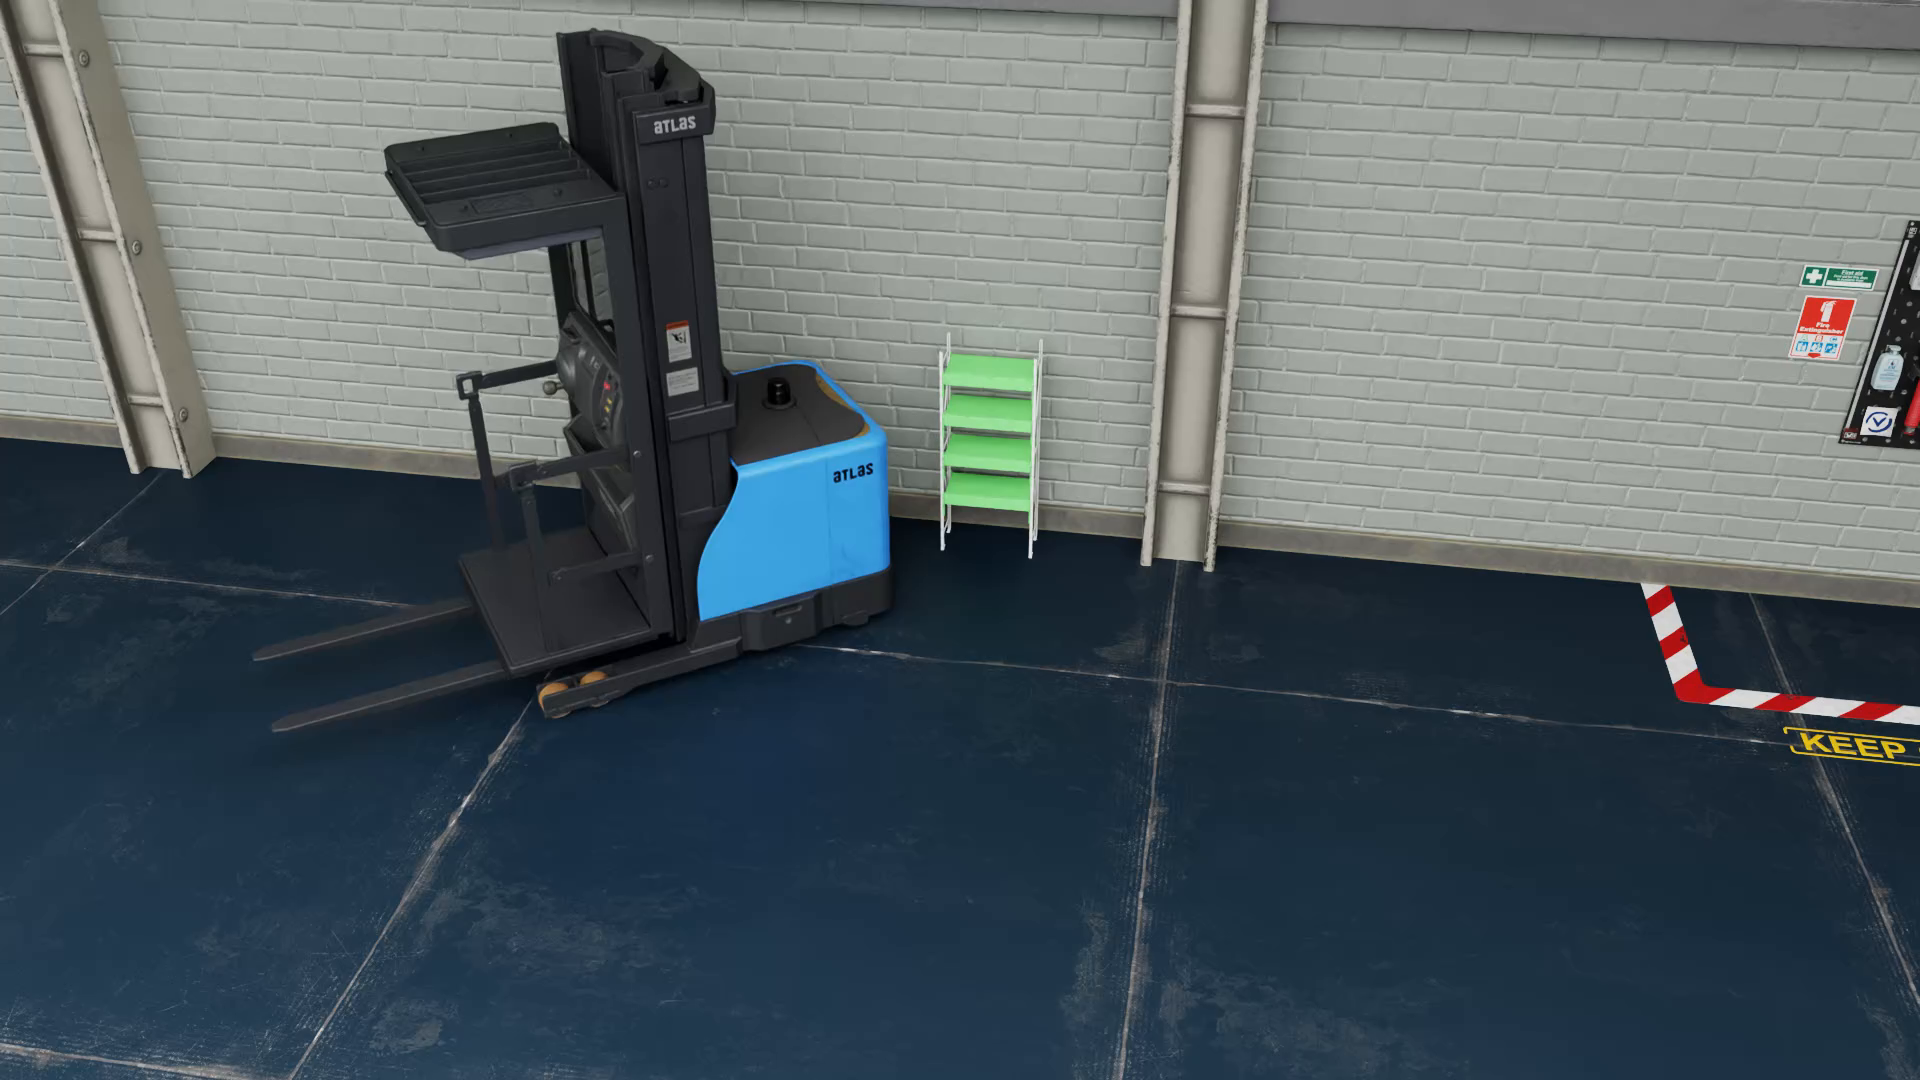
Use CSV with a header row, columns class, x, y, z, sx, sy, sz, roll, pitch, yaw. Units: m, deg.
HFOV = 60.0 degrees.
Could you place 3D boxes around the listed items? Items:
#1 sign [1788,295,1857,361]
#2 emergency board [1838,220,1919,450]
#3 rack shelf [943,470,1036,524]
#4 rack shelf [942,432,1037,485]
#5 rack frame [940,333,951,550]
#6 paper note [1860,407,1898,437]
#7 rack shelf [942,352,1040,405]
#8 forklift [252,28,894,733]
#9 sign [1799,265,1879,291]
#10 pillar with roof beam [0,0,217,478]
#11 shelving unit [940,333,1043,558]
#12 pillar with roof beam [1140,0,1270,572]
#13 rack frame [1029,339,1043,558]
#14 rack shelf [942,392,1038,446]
class,x,y,z,sx,sy,sz,roll,pitch,yaw
sign,4.159,-1.022,8.021,0.234,0.329,0.001,5,32,8
emergency board,4.681,-0.913,7.882,0.626,1.169,0.157,5,32,8
rack shelf,0.163,-0.236,9.069,0.480,0.148,0.258,5,32,8
rack shelf,0.163,-0.440,8.942,0.480,0.148,0.258,5,32,8
rack frame,-0.077,-0.516,8.943,0.015,1.200,0.240,5,32,8
paper note,4.523,-0.582,8.182,0.142,0.148,0.016,5,32,8
rack shelf,0.163,-0.847,8.687,0.480,0.148,0.258,5,32,8
forklift,-1.890,-0.718,7.634,3.031,2.935,1.130,-15,35,-23
sign,4.162,-1.241,7.873,0.331,0.109,0.001,5,32,8
pillar with roof beam,-5.437,-2.025,4.004,0.400,9.000,9.100,5,32,8
shelving unit,0.163,-0.494,8.908,0.503,1.200,0.258,5,32,8
pillar with roof beam,0.477,-1.490,3.148,0.400,9.000,9.100,5,32,8
rack frame,0.404,-0.472,8.873,0.015,1.200,0.240,5,32,8
rack shelf,0.163,-0.643,8.815,0.480,0.148,0.258,5,32,8
